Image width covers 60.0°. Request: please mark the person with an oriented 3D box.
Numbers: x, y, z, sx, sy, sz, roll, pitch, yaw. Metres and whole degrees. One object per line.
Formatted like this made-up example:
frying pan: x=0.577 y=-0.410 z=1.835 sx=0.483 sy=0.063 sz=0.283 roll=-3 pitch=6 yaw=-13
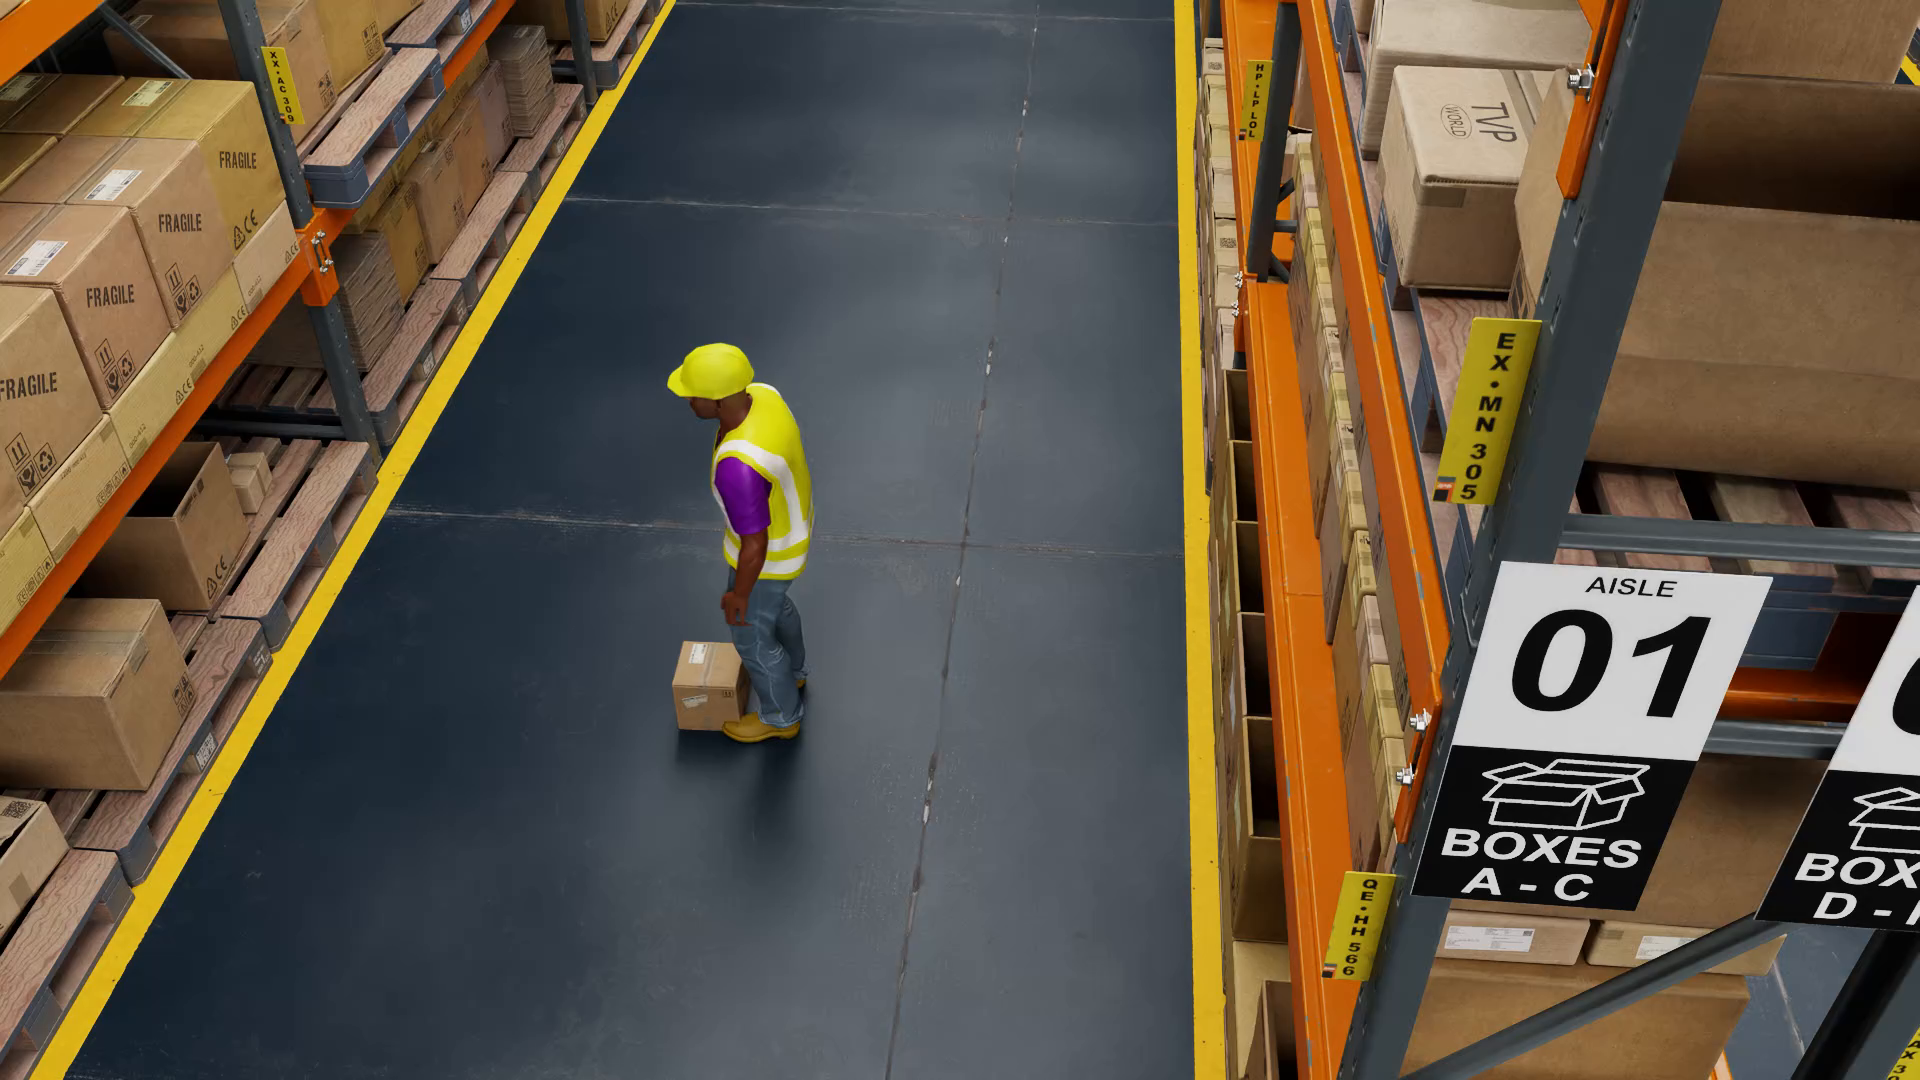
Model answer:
person: x=-0.762 y=0.018 z=6.122 sx=0.454 sy=1.757 sz=0.636 roll=1 pitch=40 yaw=2
